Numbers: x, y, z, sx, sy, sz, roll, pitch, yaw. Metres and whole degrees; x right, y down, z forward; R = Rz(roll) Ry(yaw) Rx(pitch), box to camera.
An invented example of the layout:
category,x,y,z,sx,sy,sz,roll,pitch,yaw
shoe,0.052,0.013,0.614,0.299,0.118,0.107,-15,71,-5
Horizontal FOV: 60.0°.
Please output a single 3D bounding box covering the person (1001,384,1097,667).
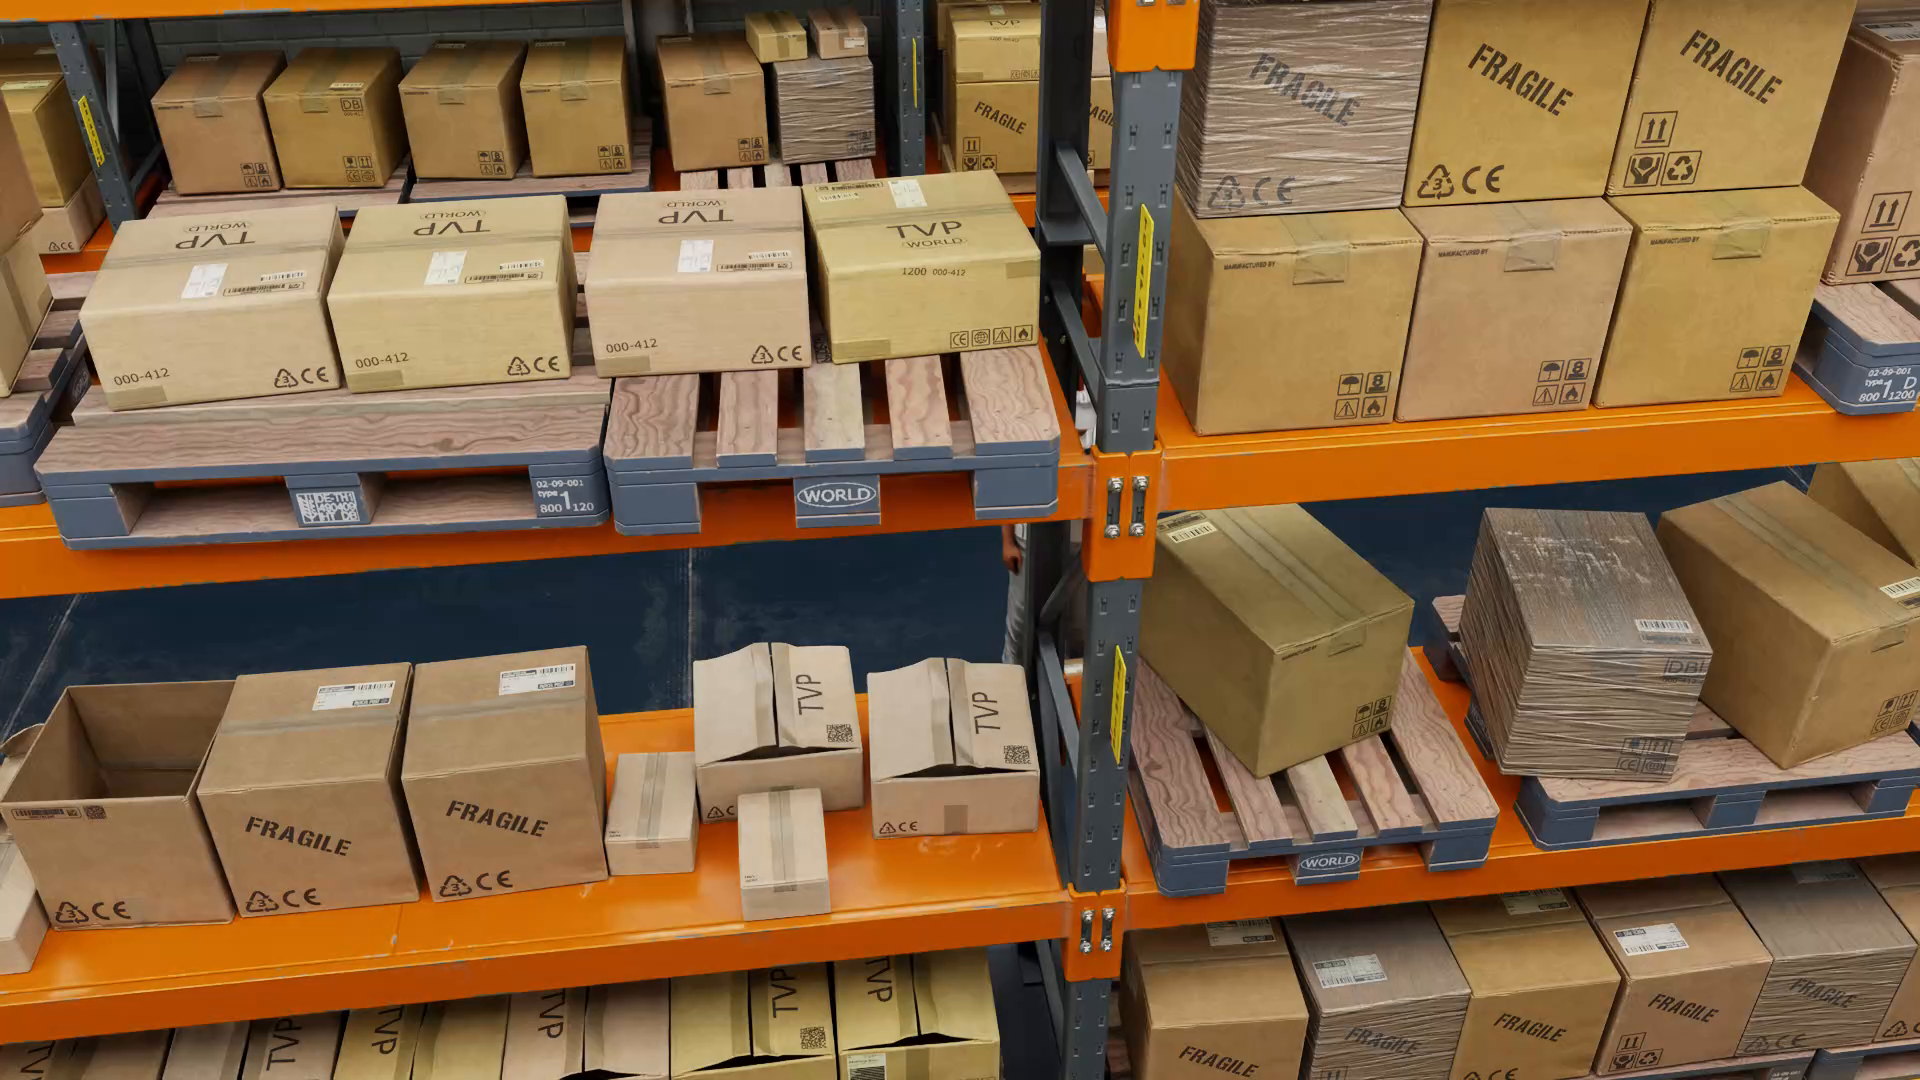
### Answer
category,x,y,z,sx,sy,sz,roll,pitch,yaw
person,0.422,0.004,7.135,0.546,1.665,0.469,-6,35,-8
